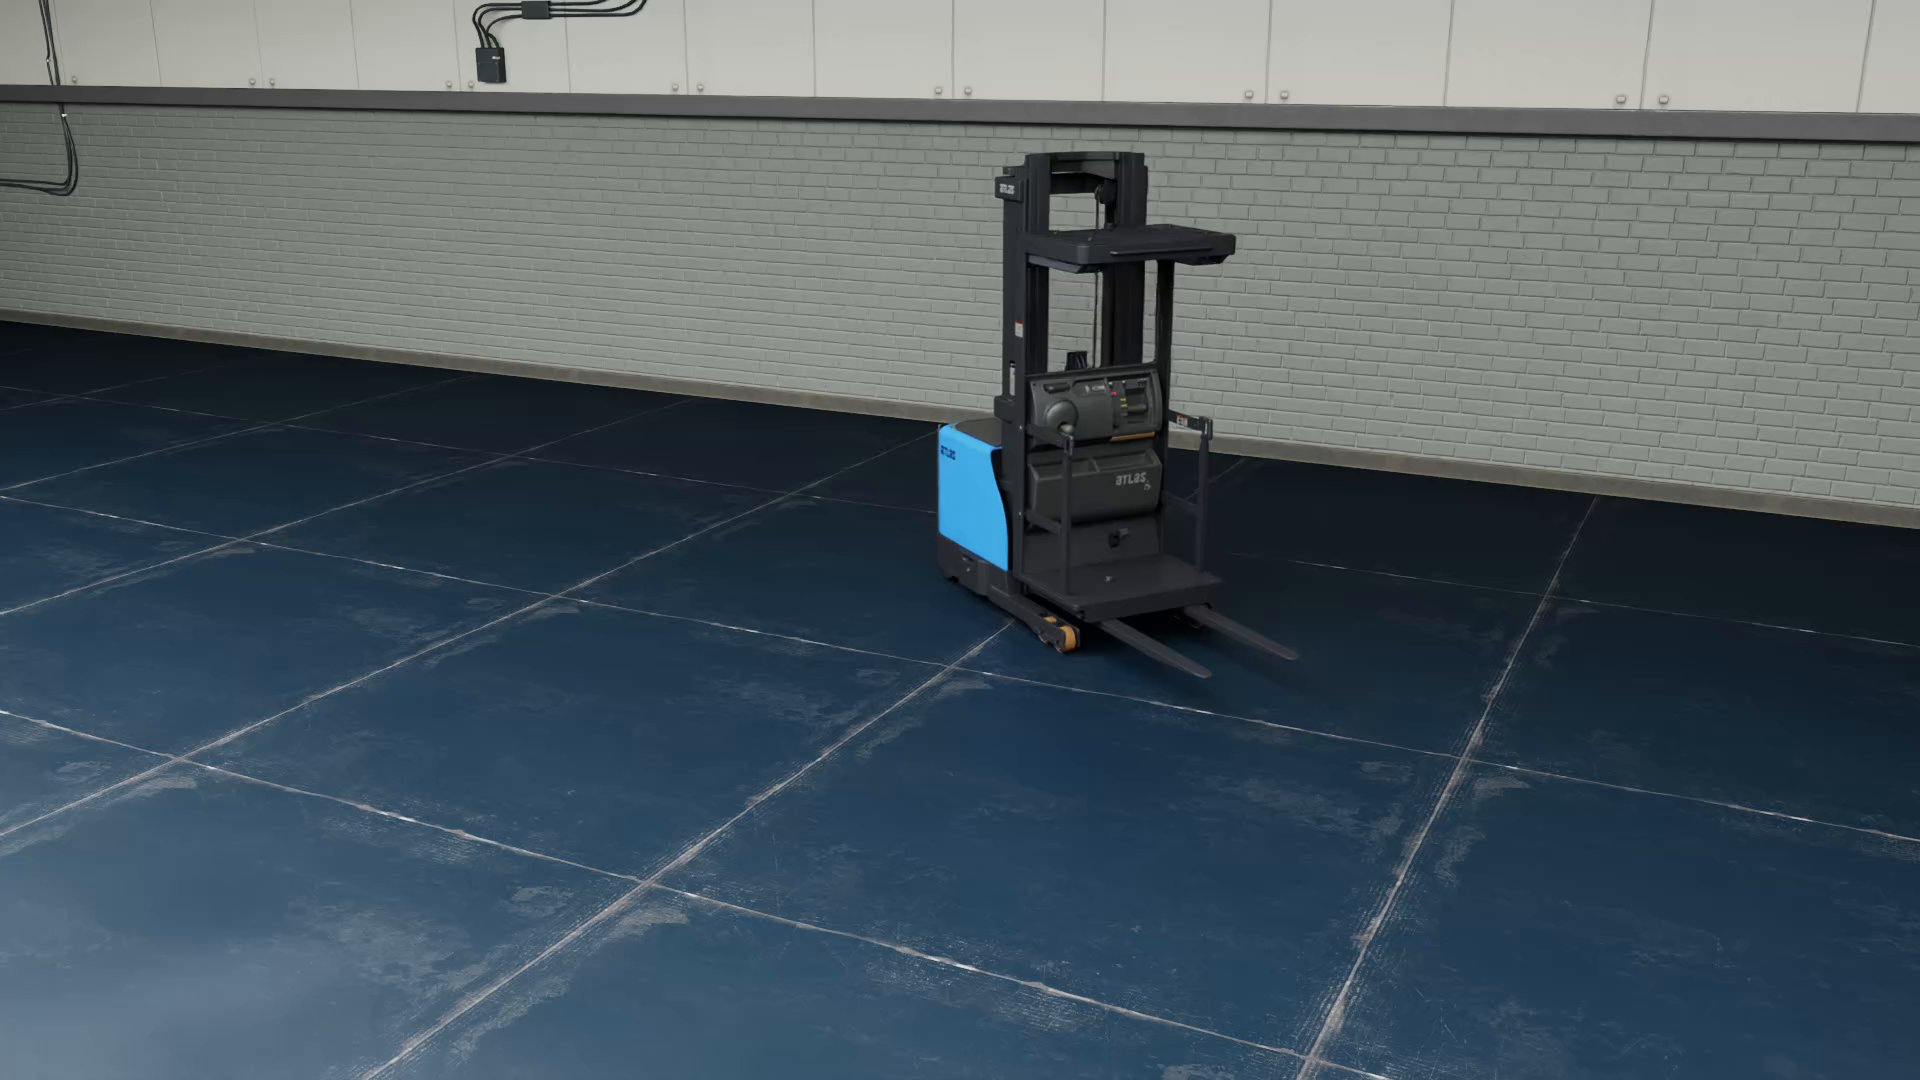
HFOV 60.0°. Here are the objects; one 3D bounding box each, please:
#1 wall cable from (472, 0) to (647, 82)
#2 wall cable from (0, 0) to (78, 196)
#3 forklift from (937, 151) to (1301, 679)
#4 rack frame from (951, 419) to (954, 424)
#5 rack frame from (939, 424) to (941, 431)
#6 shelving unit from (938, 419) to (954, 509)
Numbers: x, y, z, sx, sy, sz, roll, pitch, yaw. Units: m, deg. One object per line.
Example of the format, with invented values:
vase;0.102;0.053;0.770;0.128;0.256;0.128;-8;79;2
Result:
wall cable;-4.120;-7.649;16.500;2.305;6.003;0.169;8;18;25
wall cable;-12.606;-5.742;21.506;3.097;2.526;0.112;8;18;25
forklift;0.958;-0.858;10.265;1.130;2.935;3.031;-8;18;-26
rack frame;0.042;-0.455;12.476;0.240;0.900;0.006;8;18;25
rack frame;-0.049;-0.403;12.302;0.240;0.900;0.006;8;18;25
shelving unit;-0.004;-0.429;12.389;0.258;0.900;0.210;8;18;25
